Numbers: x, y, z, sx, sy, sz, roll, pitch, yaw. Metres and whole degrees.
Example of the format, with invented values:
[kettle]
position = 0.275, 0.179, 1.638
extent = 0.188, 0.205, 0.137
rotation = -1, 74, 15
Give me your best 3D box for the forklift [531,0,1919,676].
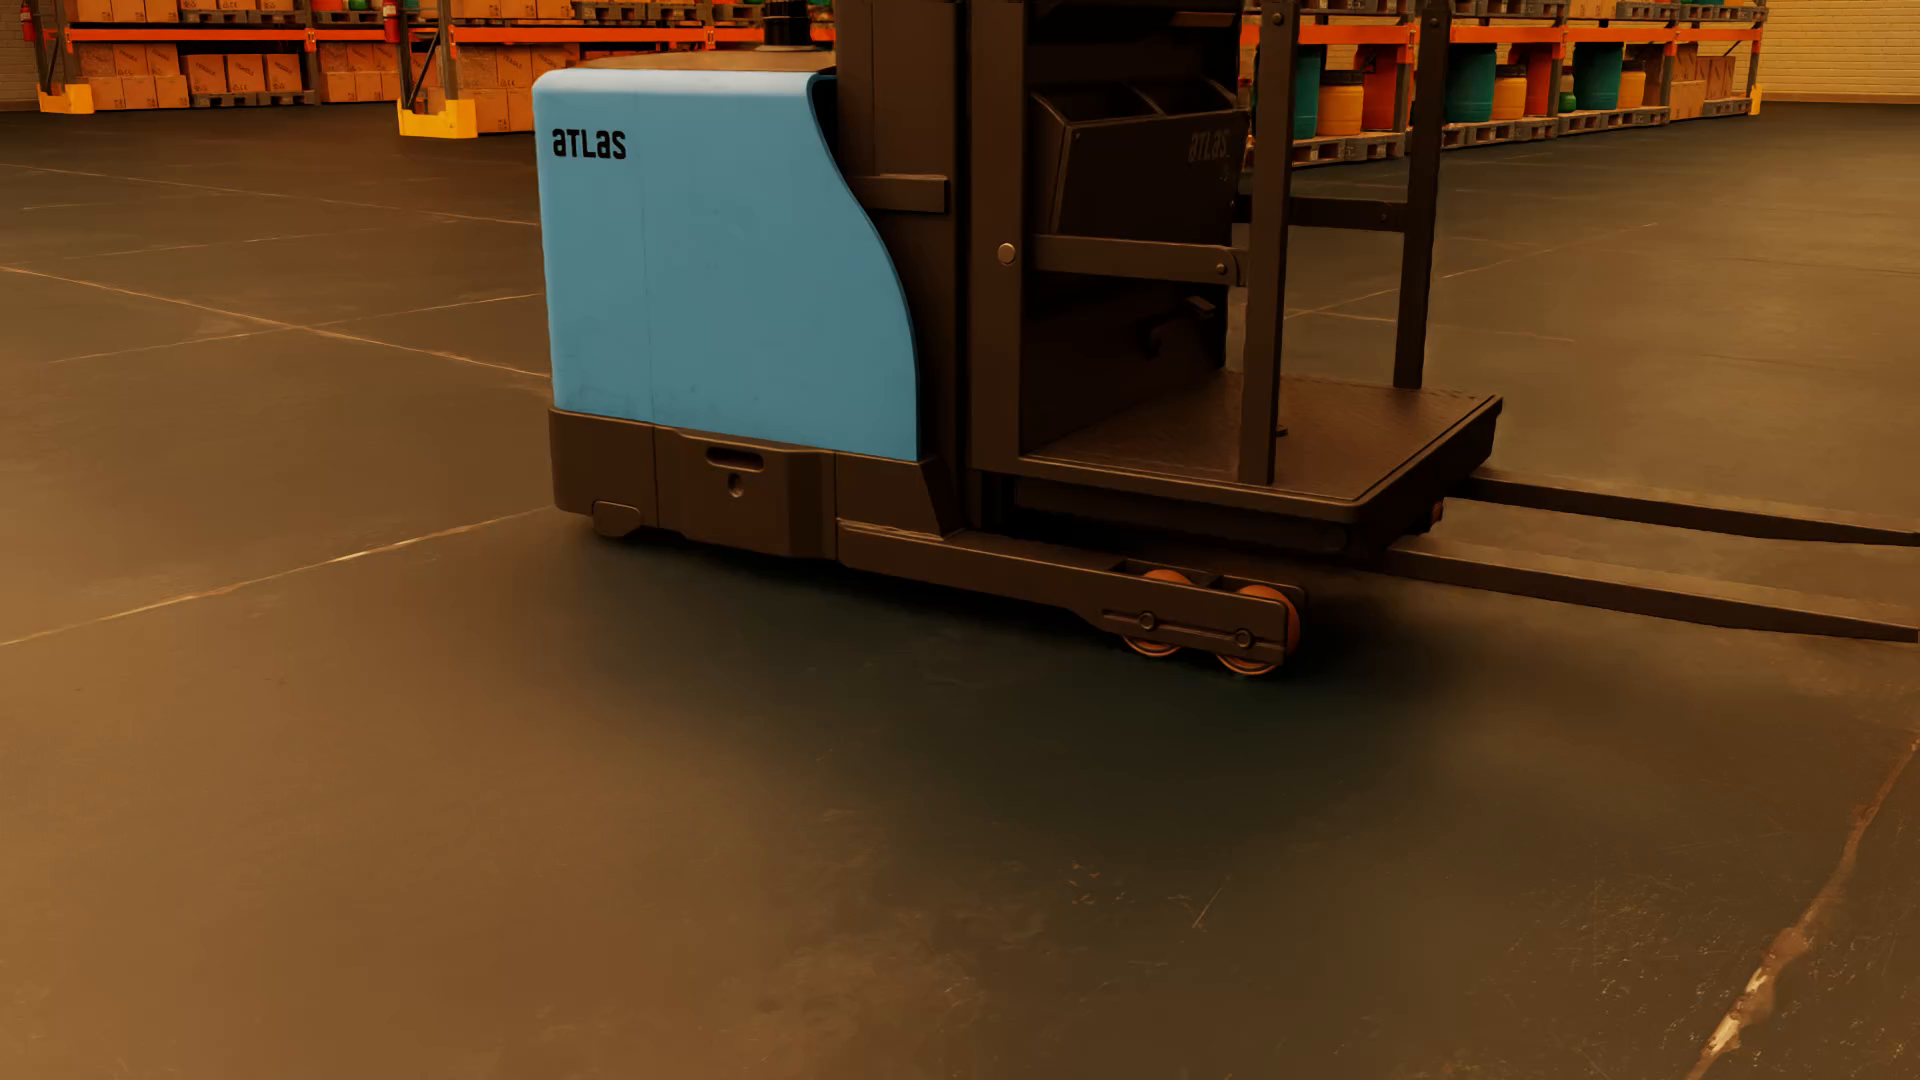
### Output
[forklift]
position = 0.561, -1.325, 3.261
extent = 3.031, 2.935, 1.130
rotation = 10, 19, 29
